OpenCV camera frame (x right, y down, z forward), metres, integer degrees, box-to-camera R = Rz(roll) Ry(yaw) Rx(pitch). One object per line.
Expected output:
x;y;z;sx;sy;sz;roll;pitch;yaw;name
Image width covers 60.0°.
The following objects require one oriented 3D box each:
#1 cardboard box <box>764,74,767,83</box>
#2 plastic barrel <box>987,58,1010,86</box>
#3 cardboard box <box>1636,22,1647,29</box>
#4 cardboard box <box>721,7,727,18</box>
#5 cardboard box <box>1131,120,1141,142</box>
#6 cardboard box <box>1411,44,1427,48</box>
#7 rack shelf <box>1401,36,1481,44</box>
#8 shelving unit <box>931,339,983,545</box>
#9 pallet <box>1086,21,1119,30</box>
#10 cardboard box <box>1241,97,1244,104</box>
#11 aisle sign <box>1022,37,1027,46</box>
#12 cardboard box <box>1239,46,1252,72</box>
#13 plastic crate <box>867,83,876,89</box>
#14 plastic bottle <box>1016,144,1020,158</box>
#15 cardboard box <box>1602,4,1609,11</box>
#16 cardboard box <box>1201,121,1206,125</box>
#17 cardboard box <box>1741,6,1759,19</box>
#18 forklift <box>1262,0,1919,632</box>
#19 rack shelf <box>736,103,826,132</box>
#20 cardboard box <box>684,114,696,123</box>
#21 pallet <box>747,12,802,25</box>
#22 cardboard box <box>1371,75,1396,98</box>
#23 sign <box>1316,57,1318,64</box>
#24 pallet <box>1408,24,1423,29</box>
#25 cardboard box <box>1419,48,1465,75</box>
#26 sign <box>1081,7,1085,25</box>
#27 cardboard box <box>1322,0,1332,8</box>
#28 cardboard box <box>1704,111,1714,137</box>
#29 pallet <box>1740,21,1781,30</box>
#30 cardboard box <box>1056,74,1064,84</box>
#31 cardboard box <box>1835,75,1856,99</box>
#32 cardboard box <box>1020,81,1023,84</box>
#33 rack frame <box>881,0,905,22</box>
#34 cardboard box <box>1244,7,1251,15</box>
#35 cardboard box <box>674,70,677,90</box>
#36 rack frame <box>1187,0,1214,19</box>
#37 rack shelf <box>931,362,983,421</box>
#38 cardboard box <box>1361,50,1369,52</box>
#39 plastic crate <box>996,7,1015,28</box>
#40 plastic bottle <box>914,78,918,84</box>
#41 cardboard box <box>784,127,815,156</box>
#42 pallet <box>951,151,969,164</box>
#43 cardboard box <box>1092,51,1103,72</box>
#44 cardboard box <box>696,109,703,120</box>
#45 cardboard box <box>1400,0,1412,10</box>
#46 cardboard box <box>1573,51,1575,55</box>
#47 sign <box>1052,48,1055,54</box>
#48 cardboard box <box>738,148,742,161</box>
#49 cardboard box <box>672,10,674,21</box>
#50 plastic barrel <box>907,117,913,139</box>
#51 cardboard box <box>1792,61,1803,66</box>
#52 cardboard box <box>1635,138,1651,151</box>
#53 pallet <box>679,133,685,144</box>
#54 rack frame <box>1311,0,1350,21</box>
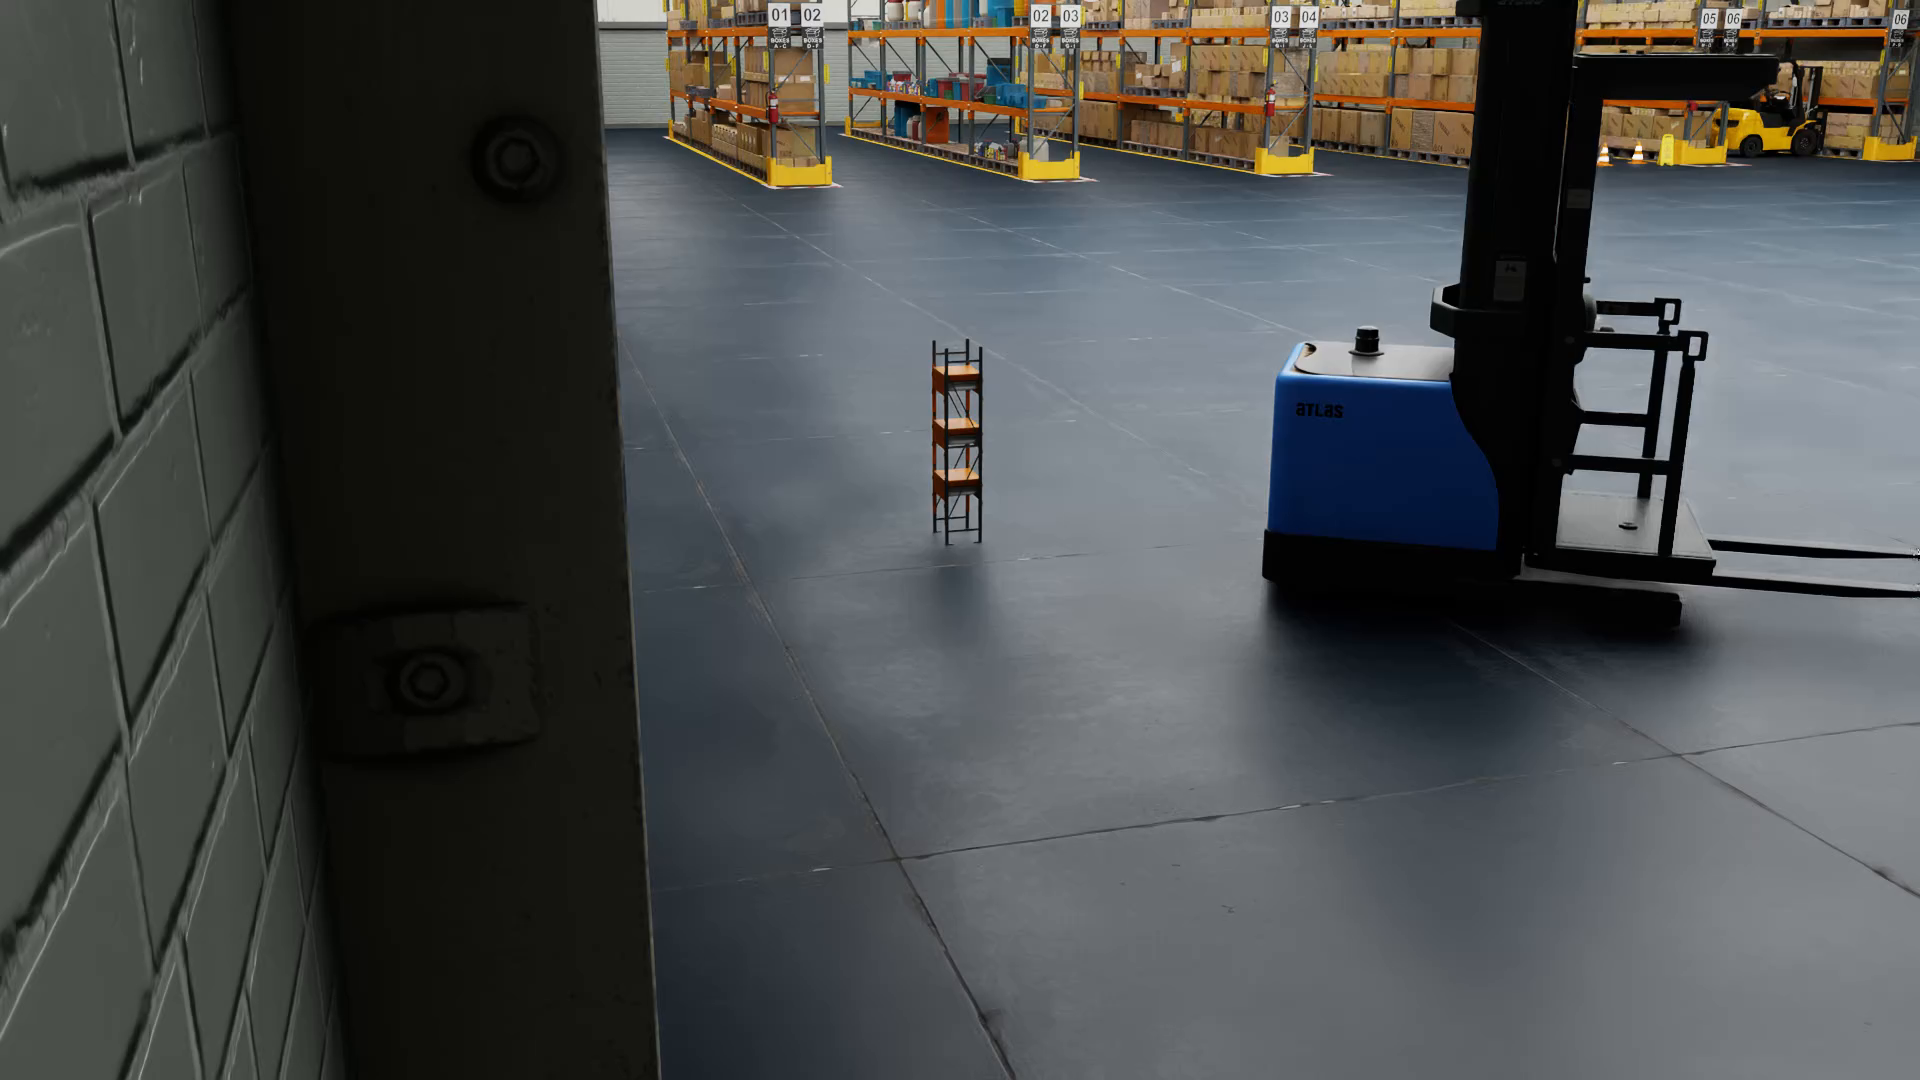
-3.479;-8.700;31.333;0.380;0.149;0.250;-4;17;-15;cardboard box
0.870;-9.906;35.777;0.600;0.901;0.708;-5;17;-15;plastic barrel
15.243;-11.418;36.905;0.380;0.149;0.250;-5;17;-16;cardboard box
-5.000;-11.696;36.924;0.500;0.250;0.500;-6;18;-19;cardboard box
4.551;-9.863;40.086;0.700;0.500;0.500;-6;18;-18;cardboard box
12.939;-13.869;46.800;0.380;0.149;0.250;-5;17;-16;cardboard box
13.326;-13.462;44.523;1.077;0.370;4.000;-5;17;-15;rack shelf
-0.015;-0.518;8.782;0.215;1.050;0.252;-5;17;-15;shelving unit
3.809;-12.862;41.605;1.003;0.211;1.213;-4;17;-13;pallet
6.000;-9.040;34.201;0.380;0.149;0.250;-5;17;-15;cardboard box
1.841;-14.487;47.381;0.394;0.787;0.004;-5;17;-15;aisle sign
6.014;-9.760;33.734;0.500;0.500;0.500;-5;17;-15;cardboard box
-2.282;-12.109;44.335;0.293;0.136;0.466;-5;17;-15;plastic crate
1.219;-8.093;34.571;0.061;0.283;0.133;-5;17;-15;plastic bottle
14.911;-12.152;37.963;0.380;0.149;0.250;-5;18;-17;cardboard box
7.119;-11.924;47.590;0.380;0.149;0.250;-6;18;-18;cardboard box
19.314;-12.928;40.745;0.500;0.311;0.500;-5;18;-17;cardboard box
3.039;-1.160;7.650;3.031;2.935;1.130;5;17;16;forklift
-3.530;-8.247;32.376;1.077;0.370;4.000;-5;17;-15;rack shelf
-6.799;-10.892;43.505;0.797;0.503;0.637;-5;17;-15;cardboard box
-3.488;-9.968;31.795;1.003;0.211;1.213;-5;17;-15;pallet
9.843;-10.462;38.326;0.500;0.500;0.500;-5;17;-16;cardboard box
12.055;-16.162;56.038;0.339;0.242;0.001;-5;17;-15;sign
12.562;-14.544;47.030;1.003;0.211;1.213;-5;17;-15;pallet
10.591;-10.472;36.395;0.875;0.550;0.550;-5;17;-15;cardboard box
2.314;-9.912;31.439;0.100;0.325;0.005;-5;17;-15;sign
9.156;-13.525;41.977;0.396;0.266;0.258;-5;17;-15;cardboard box
19.387;-10.526;42.111;0.875;0.625;0.625;-5;17;-16;cardboard box
19.492;-12.692;41.041;0.805;0.209;1.217;-5;18;-17;pallet
2.875;-12.312;44.401;0.500;0.250;0.500;-5;17;-16;cardboard box
20.325;-10.305;37.802;0.500;0.500;0.500;-4;17;-14;cardboard box
1.929;-13.002;47.390;0.380;0.149;0.250;-4;17;-15;cardboard box
-1.514;-14.621;41.918;1.000;3.000;0.127;-5;17;-15;rack frame
5.938;-10.644;33.459;0.380;0.149;0.250;-5;17;-15;cardboard box
-7.227;-12.087;43.735;0.500;0.500;0.500;-5;17;-15;cardboard box
5.447;-12.800;35.855;1.000;3.000;0.127;-5;17;-15;rack frame
-0.015;-0.779;8.704;0.215;0.259;0.240;-5;17;-15;rack shelf
11.971;-13.979;48.296;0.500;0.500;0.500;-5;17;-15;cardboard box
0.970;-10.362;32.978;0.392;0.384;0.575;-5;17;-15;plastic crate
-1.085;-11.485;41.990;0.144;0.351;0.185;-5;17;-15;plastic bottle
-3.053;-7.586;31.670;0.500;0.500;0.500;-5;17;-15;cardboard box
0.431;-8.414;36.528;1.003;0.211;1.213;-5;17;-15;pallet
3.795;-12.131;42.137;0.797;0.503;0.637;-4;17;-13;cardboard box
-6.104;-10.301;40.239;0.500;0.250;0.500;-5;17;-15;cardboard box
10.109;-11.890;36.879;0.500;0.250;0.500;-5;17;-15;cardboard box
14.788;-11.863;40.614;0.380;0.149;0.250;-4;17;-12;cardboard box
2.675;-13.953;47.697;0.100;0.325;0.005;-5;17;-15;sign
-4.243;-7.877;33.942;0.500;0.250;0.500;-5;17;-15;cardboard box
-7.212;-13.629;43.219;0.500;0.250;0.500;-5;17;-15;cardboard box
-1.117;-10.247;41.377;0.421;0.512;0.421;0;17;0;plastic barrel
19.856;-11.209;39.168;0.380;0.149;0.250;-5;17;-16;cardboard box
15.459;-8.834;37.130;0.500;0.250;0.500;-5;17;-15;cardboard box
-6.804;-10.550;43.640;1.003;0.211;1.213;-5;17;-15;pallet
9.144;-14.271;40.750;1.000;3.000;0.127;-5;17;-15;rack frame
